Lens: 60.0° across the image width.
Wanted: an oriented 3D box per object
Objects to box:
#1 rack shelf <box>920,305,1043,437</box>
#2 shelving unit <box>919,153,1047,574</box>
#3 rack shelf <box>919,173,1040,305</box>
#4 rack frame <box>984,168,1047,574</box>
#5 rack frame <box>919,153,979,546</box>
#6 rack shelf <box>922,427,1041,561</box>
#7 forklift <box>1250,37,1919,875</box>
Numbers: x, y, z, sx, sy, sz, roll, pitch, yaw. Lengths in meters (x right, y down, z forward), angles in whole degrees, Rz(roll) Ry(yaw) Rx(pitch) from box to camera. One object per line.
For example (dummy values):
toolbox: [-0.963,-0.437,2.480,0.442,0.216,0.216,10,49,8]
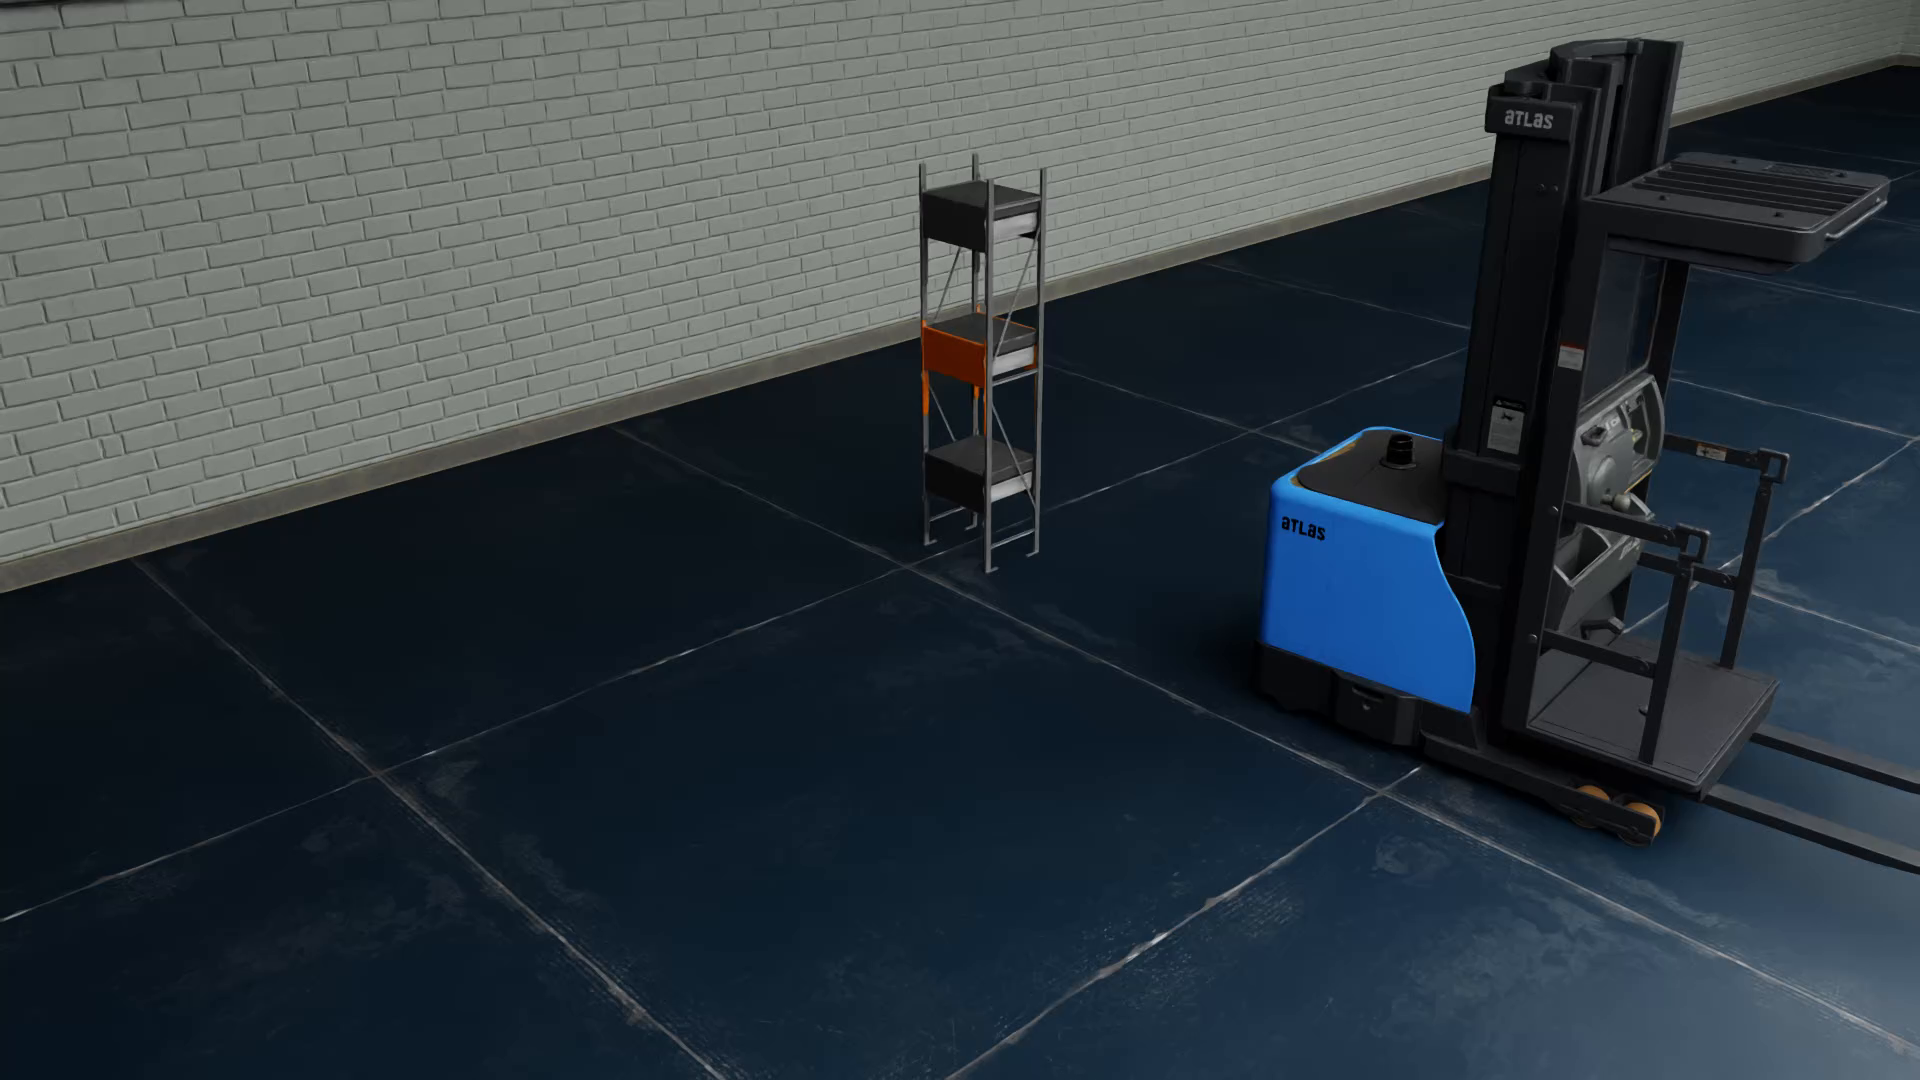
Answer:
rack shelf: [0.113,-0.893,8.710,0.431,0.518,0.480,-21,32,-38]
shelving unit: [0.113,-0.905,8.704,0.431,2.100,0.503,-21,32,-38]
rack shelf: [0.113,-1.530,8.419,0.431,0.518,0.480,-21,32,-38]
rack frame: [0.280,-0.831,8.542,0.400,2.100,0.015,-21,32,-38]
rack frame: [-0.054,-0.979,8.866,0.400,2.100,0.015,-21,32,-38]
rack shelf: [0.113,-0.256,9.000,0.431,0.518,0.480,-21,32,-38]
forklift: [2.790,-0.369,6.529,3.031,2.935,1.130,19,31,36]
